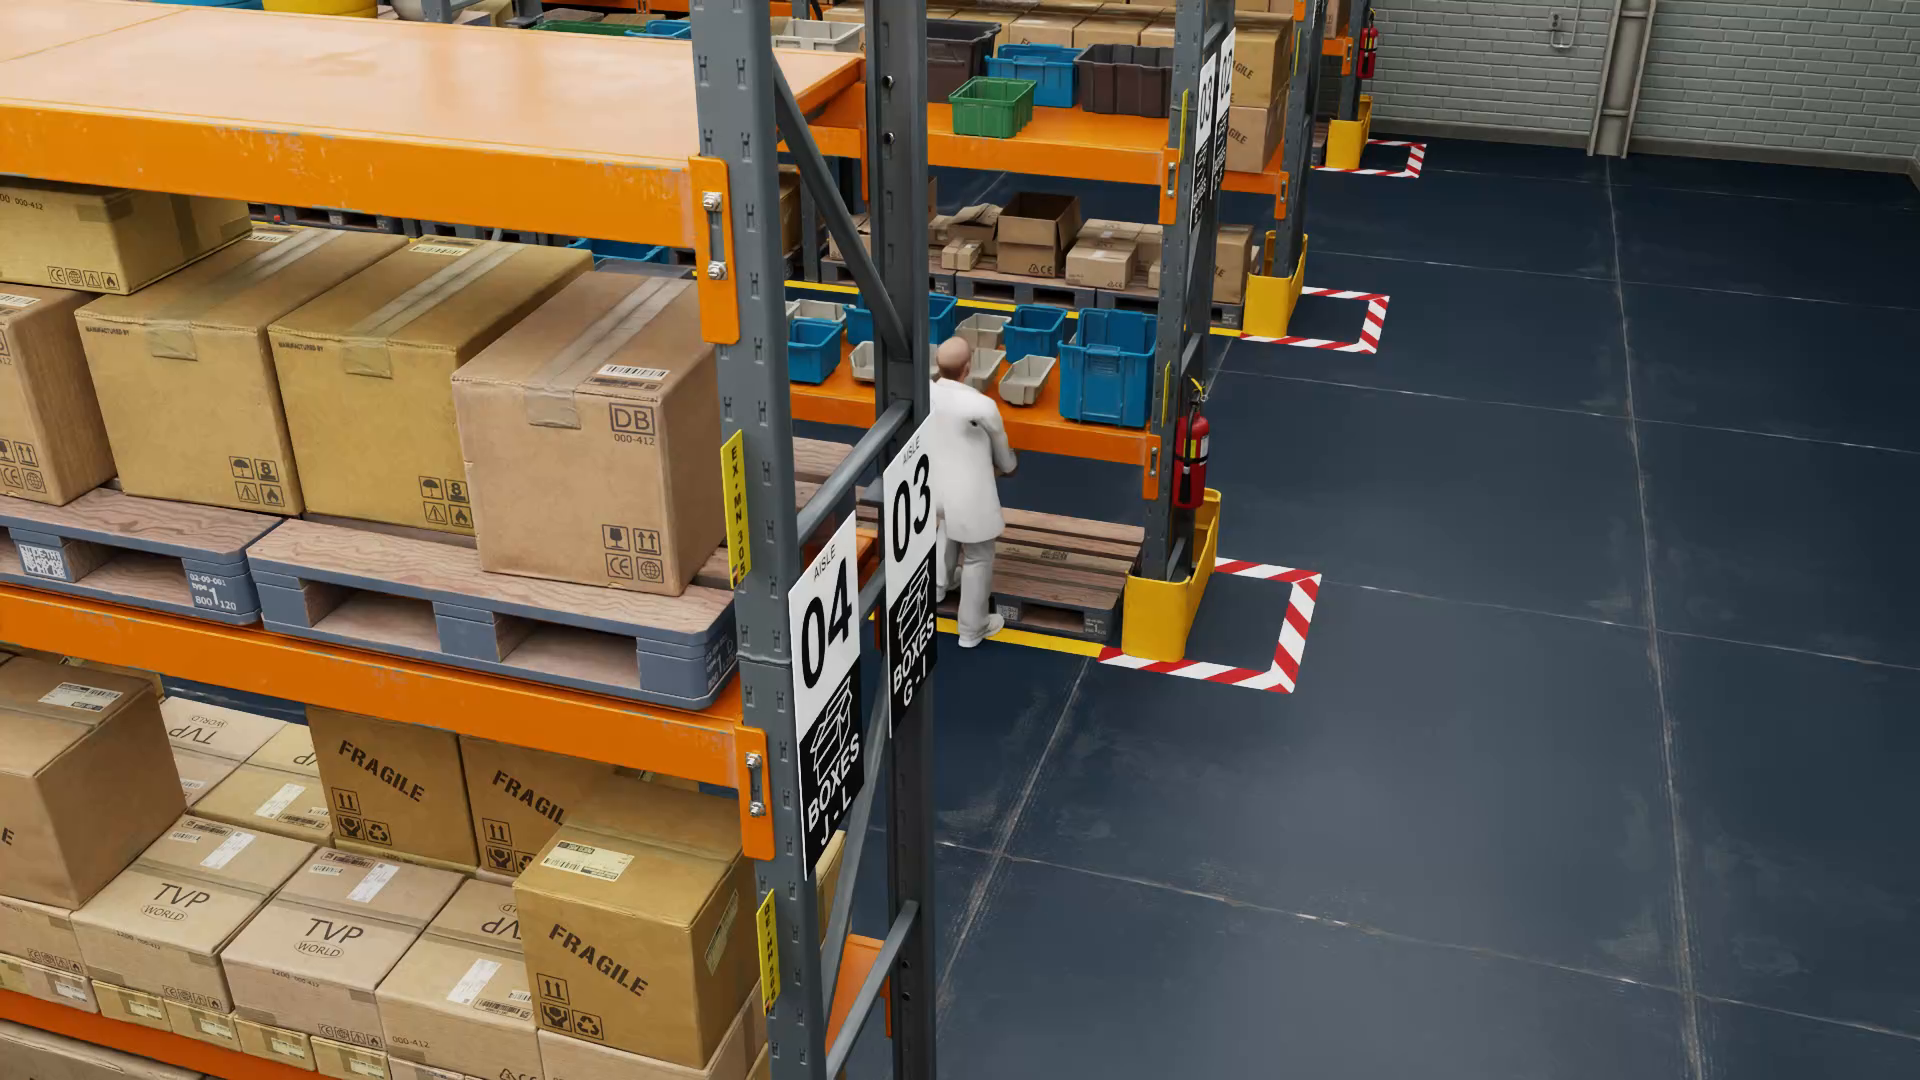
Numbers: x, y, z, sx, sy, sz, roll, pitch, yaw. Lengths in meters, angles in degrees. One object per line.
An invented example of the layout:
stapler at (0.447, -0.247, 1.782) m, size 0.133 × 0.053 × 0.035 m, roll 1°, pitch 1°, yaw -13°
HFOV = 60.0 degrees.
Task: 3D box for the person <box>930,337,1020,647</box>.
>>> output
person at (0.044, -0.313, 9.101) m, size 0.552 × 1.780 × 0.557 m, roll 18°, pitch 33°, yaw 29°
